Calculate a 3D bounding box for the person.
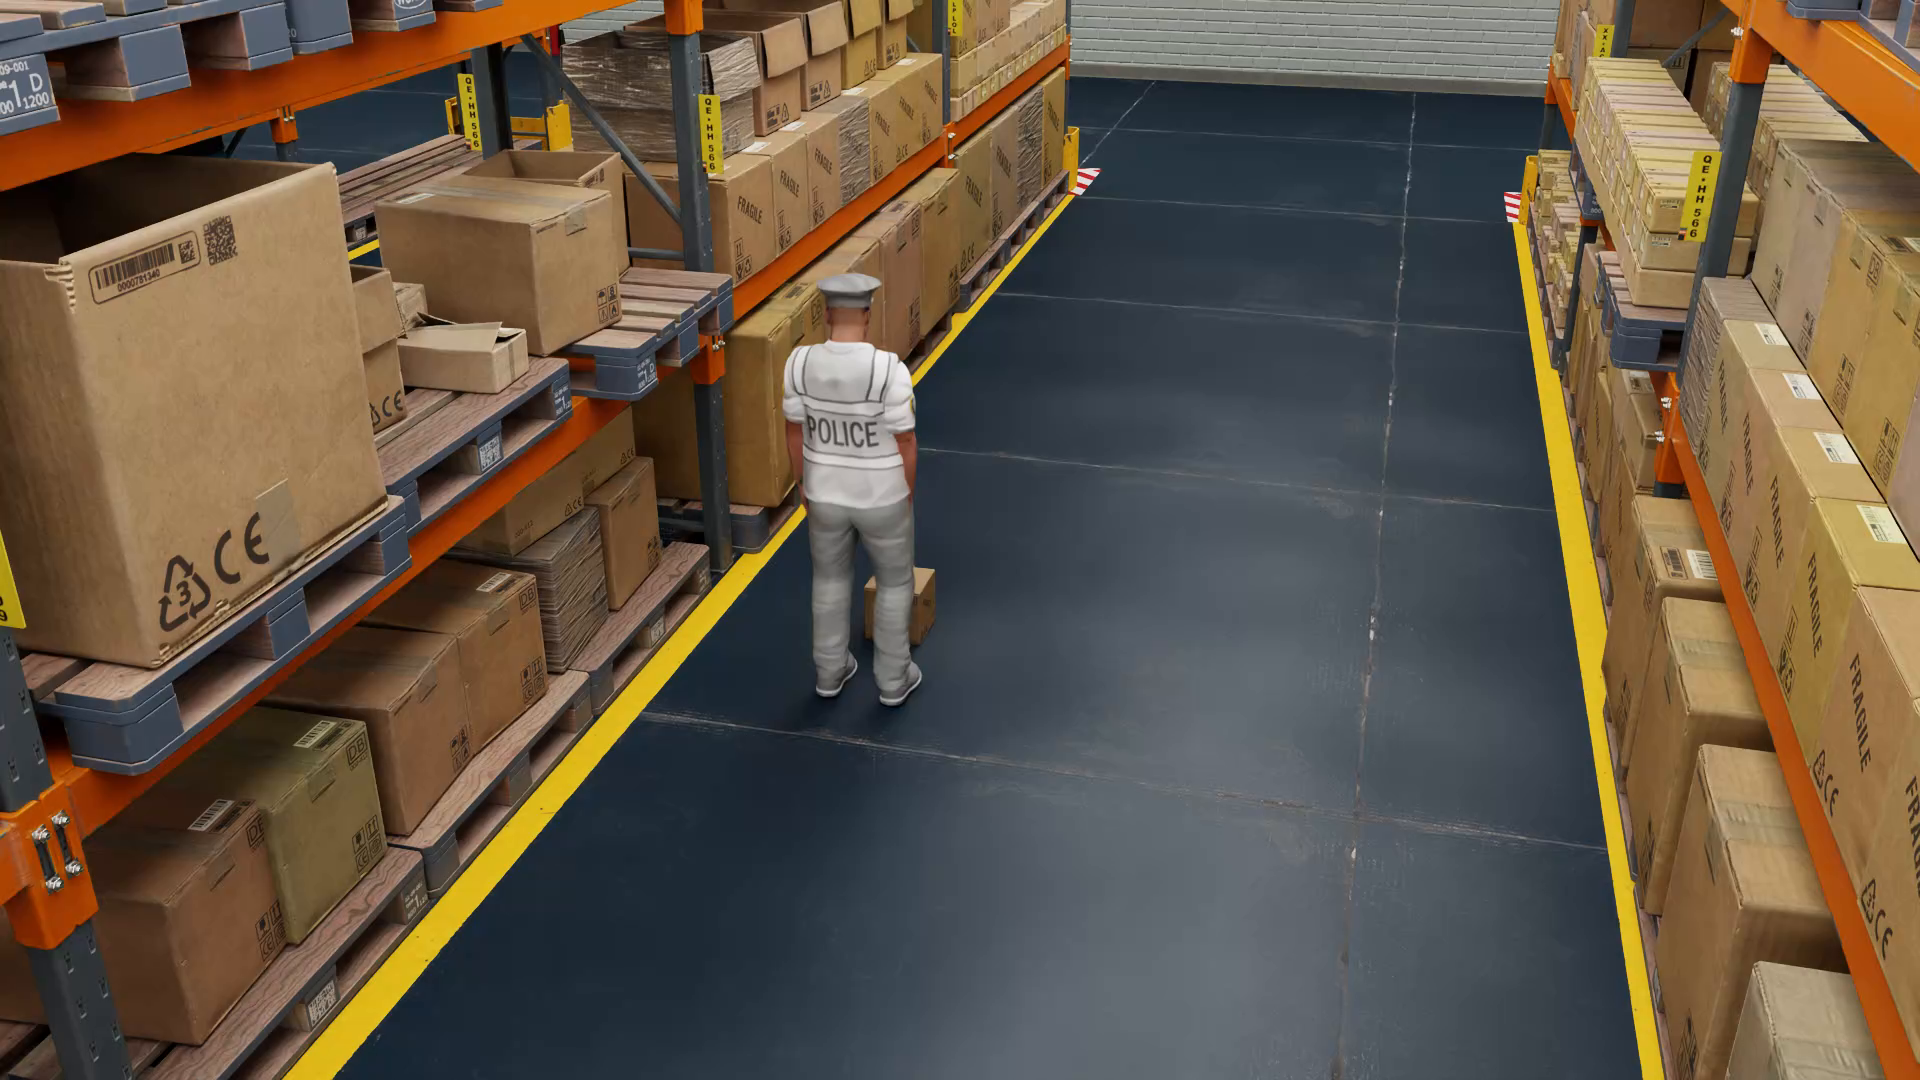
[{"bbox_3d":[-0.414,-0.182,6.511,0.531,1.739,0.391,7,26,14],"label":"person"}]
